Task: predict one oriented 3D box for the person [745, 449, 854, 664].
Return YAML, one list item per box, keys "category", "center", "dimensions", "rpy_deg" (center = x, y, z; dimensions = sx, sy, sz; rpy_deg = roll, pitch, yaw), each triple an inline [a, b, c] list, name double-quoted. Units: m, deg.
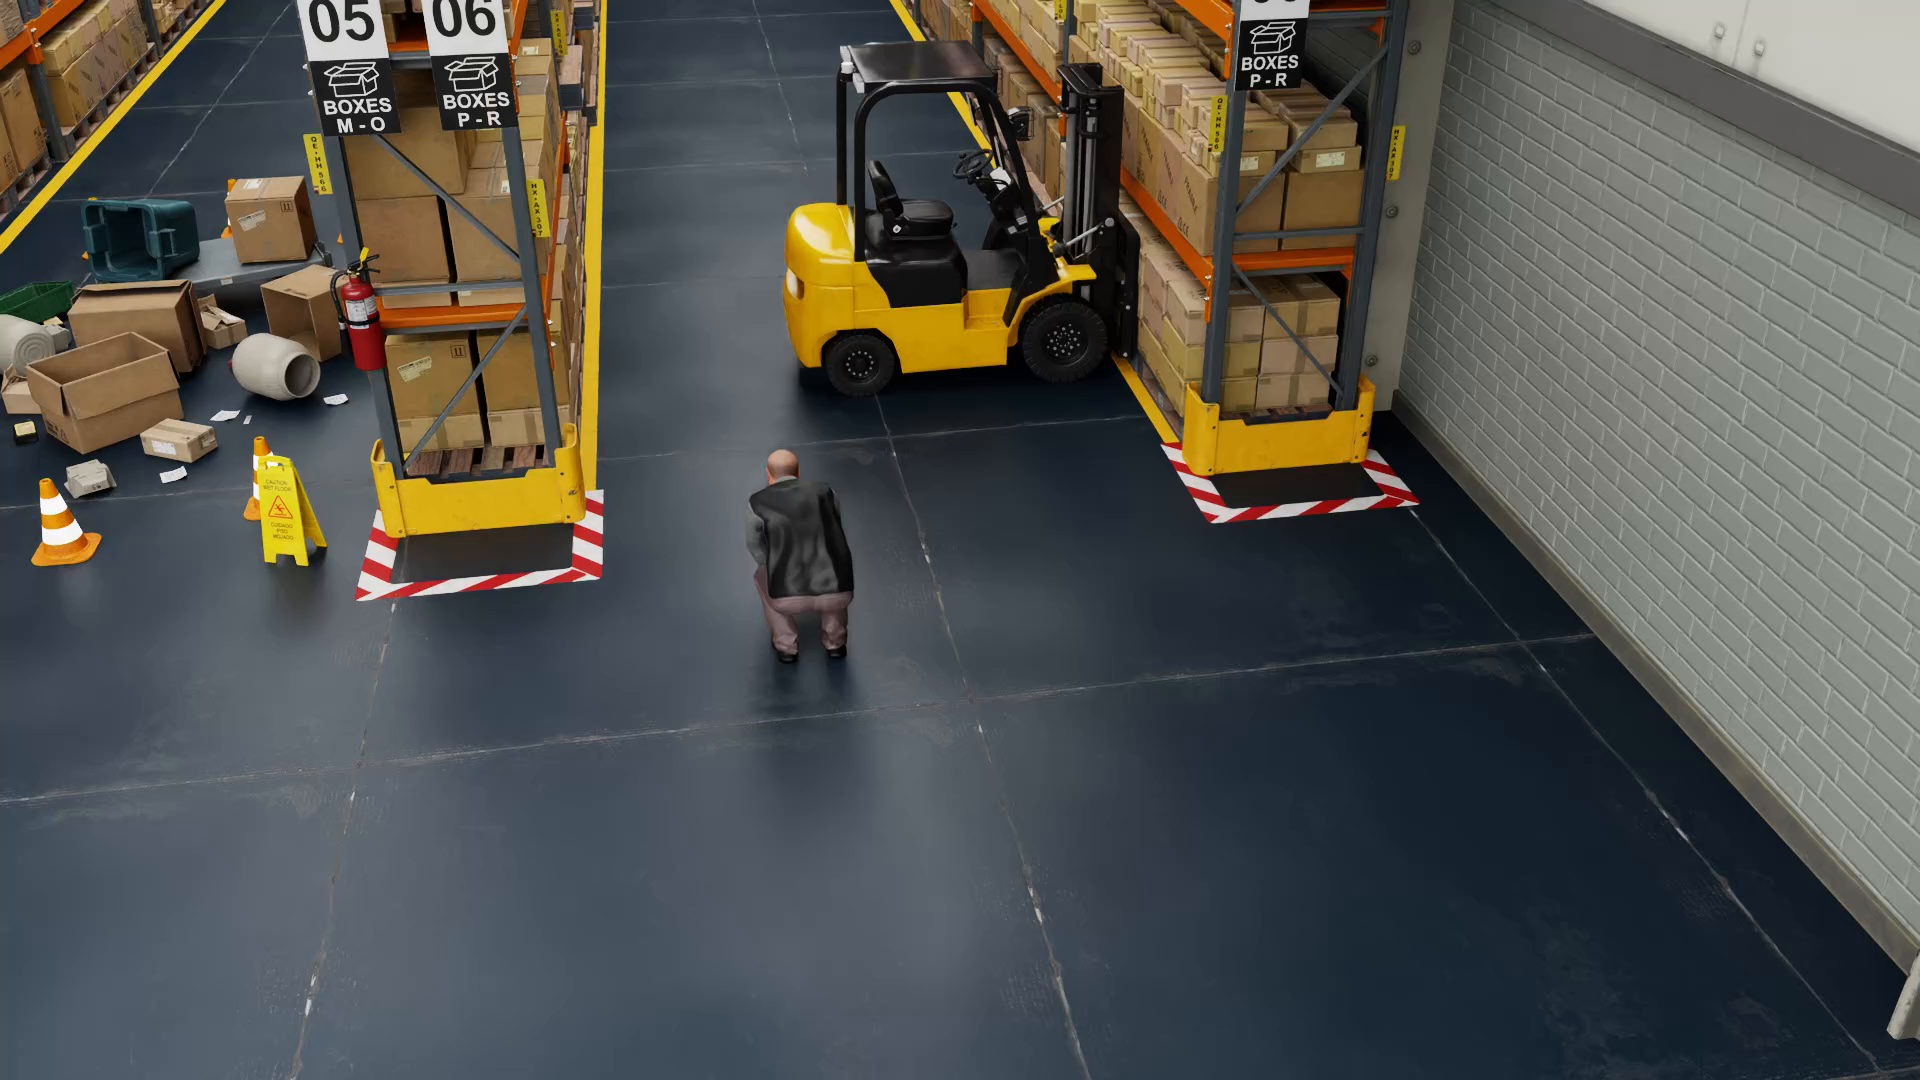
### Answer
- category: "person"
  center: [-0.843, 0.095, 8.742]
  dimensions: [0.539, 0.976, 0.873]
  rpy_deg: [-5, 31, -9]
